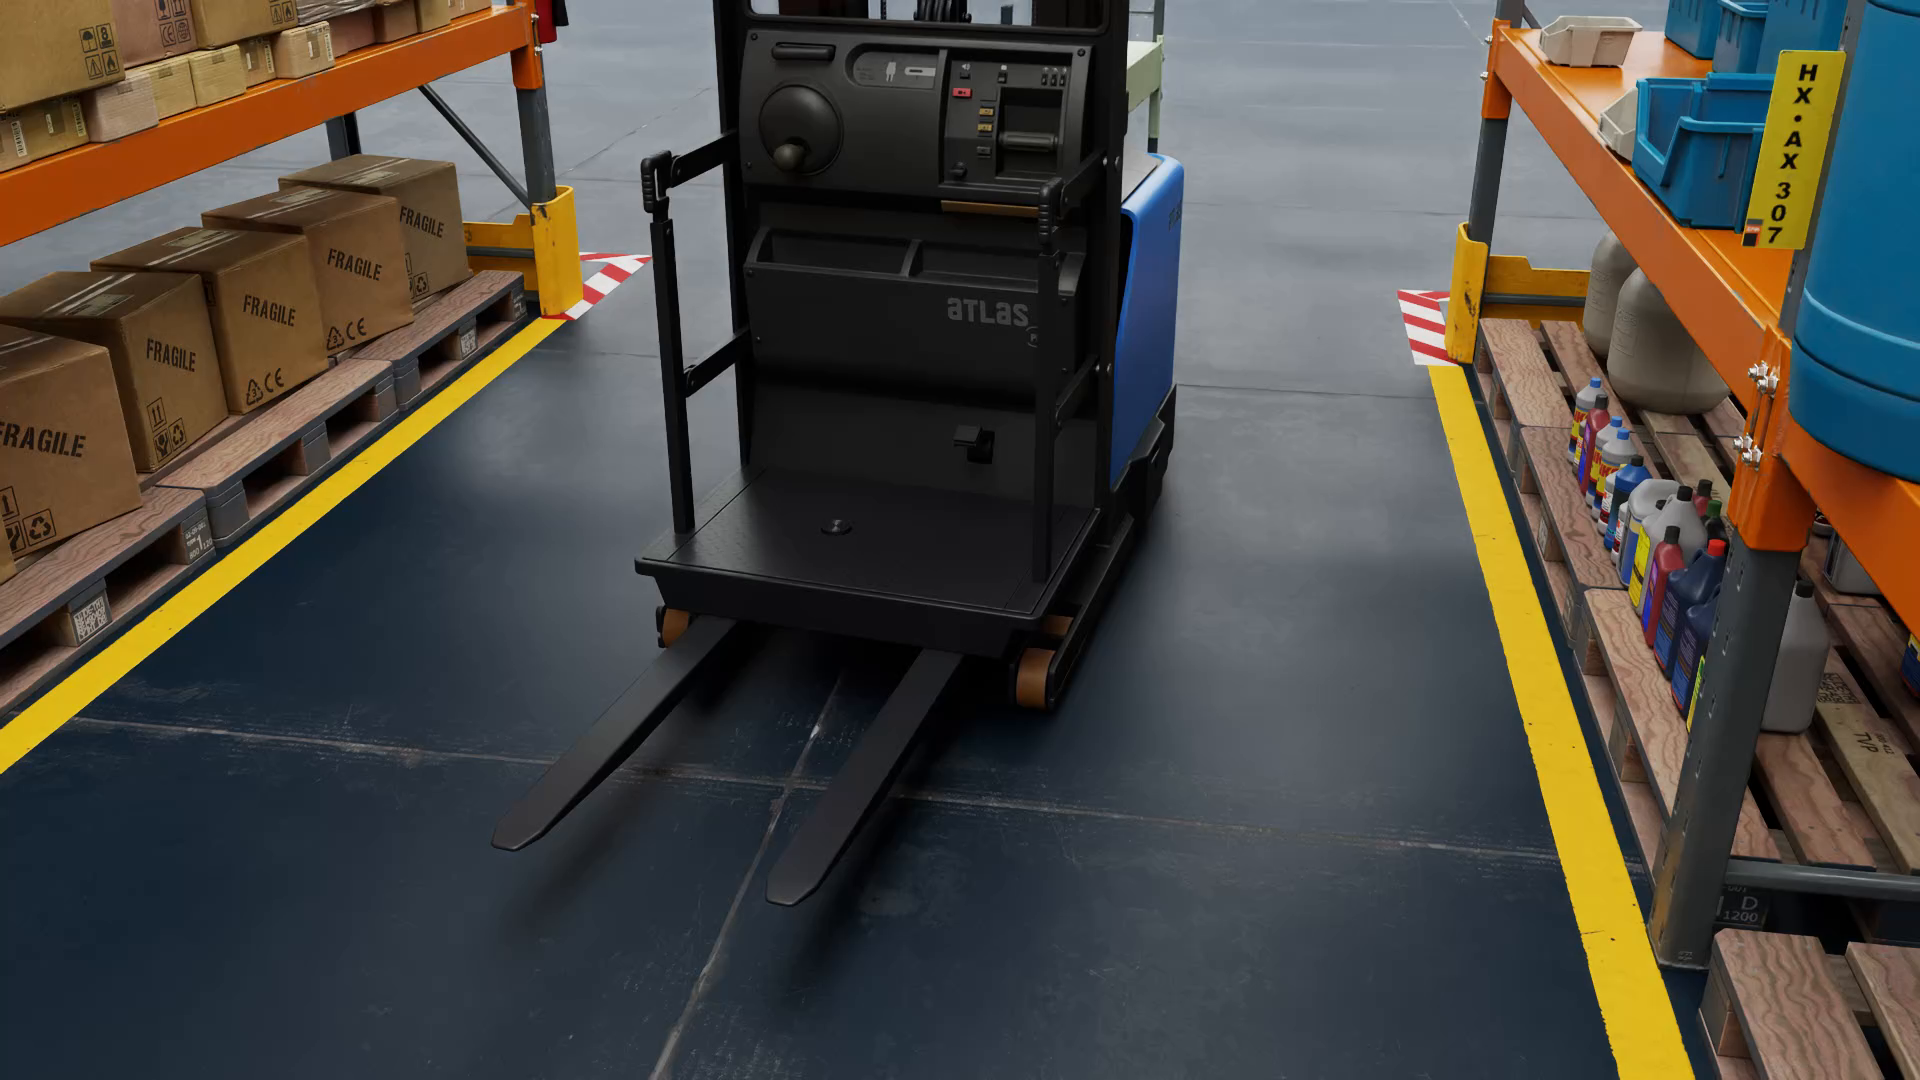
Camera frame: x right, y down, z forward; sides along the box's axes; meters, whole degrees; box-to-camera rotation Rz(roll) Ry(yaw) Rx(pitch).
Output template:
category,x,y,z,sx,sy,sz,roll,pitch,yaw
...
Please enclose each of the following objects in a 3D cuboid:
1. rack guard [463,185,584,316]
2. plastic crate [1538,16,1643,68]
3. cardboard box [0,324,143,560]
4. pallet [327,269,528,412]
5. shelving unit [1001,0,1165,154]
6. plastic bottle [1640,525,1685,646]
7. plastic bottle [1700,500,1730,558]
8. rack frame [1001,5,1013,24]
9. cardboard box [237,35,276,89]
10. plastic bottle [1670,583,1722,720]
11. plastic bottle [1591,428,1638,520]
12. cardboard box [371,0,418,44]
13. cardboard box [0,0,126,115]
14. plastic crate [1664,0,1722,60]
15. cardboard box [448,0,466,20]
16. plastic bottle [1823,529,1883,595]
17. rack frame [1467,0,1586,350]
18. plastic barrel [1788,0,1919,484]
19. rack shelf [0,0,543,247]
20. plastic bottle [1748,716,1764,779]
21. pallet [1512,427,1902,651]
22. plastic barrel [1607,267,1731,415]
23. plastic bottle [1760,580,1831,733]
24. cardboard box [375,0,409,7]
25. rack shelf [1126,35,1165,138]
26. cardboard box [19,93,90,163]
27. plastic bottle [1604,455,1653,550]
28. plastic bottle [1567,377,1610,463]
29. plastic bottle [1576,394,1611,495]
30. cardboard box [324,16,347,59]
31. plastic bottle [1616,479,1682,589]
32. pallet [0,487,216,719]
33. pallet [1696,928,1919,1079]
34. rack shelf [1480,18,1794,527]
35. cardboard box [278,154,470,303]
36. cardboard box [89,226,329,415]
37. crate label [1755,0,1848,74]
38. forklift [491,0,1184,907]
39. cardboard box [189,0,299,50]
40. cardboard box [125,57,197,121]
category,x,y,z,sx,sy,sz,roll,pitch,yaw
rack guard,-2.321,-1.329,7.499,1.175,0.500,0.348,4,25,9
plastic crate,2.114,-1.678,5.607,0.298,0.136,0.250,4,25,9
cardboard box,-2.772,-0.282,4.768,0.500,0.500,0.500,13,28,25
pallet,-2.489,-0.860,6.839,1.003,0.211,1.213,4,25,9
shelving unit,0.438,-1.197,6.037,0.431,1.500,0.755,8,26,16
plastic bottle,1.761,0.114,4.153,0.061,0.283,0.133,6,26,12
plastic bottle,1.934,0.046,4.298,0.061,0.283,0.133,4,25,9
rack frame,0.329,-1.048,5.721,0.400,1.500,0.023,8,26,16
cardboard box,-2.403,-1.511,5.236,0.380,0.149,0.250,4,25,9
plastic bottle,1.745,0.235,3.816,0.144,0.351,0.185,3,25,7
plastic bottle,1.901,-0.191,4.819,0.097,0.271,0.097,0,25,0
cardboard box,-2.240,-1.929,6.129,0.380,0.149,0.250,4,25,9
cardboard box,-2.712,-1.390,4.213,0.875,0.500,0.500,4,25,9
plastic crate,2.791,-1.852,5.844,0.499,0.251,0.616,4,25,9
cardboard box,-2.193,-2.141,6.581,0.380,0.149,0.250,4,25,9
plastic bottle,2.415,-0.007,4.421,0.152,0.276,0.135,4,25,9
rack frame,2.577,-2.149,6.304,1.000,3.000,0.127,4,25,9
plastic barrel,1.562,-0.563,2.323,0.600,0.901,0.708,4,25,9
rack shelf,-2.636,-1.330,5.402,1.077,0.370,4.000,4,25,9
plastic bottle,1.675,0.418,3.600,0.097,0.201,0.097,0,25,0
pallet,2.272,-0.003,5.008,1.003,0.211,1.213,4,25,9
plastic barrel,2.463,-0.723,5.695,0.421,0.512,0.421,0,25,0
plastic bottle,1.887,0.245,3.795,0.144,0.351,0.185,4,25,9
cardboard box,-2.389,-2.227,6.001,0.875,0.500,0.500,4,25,9
rack shelf,0.438,-1.550,5.872,0.431,0.370,0.720,8,26,16
cardboard box,-2.532,-1.090,4.337,0.380,0.149,0.250,4,25,9
plastic bottle,1.868,-0.106,4.638,0.097,0.271,0.097,0,25,0
plastic bottle,1.974,-0.376,5.215,0.097,0.271,0.097,0,25,0
plastic bottle,1.919,-0.288,5.013,0.061,0.283,0.133,4,25,9
cardboard box,-2.340,-1.721,5.685,0.380,0.149,0.250,4,25,9
plastic bottle,1.859,-0.014,4.436,0.152,0.276,0.135,4,25,9
pallet,-2.888,0.160,4.659,1.003,0.211,1.213,4,25,9
pallet,1.834,1.118,2.613,1.003,0.211,1.213,4,25,9
rack shelf,2.250,-0.987,4.669,1.077,0.370,4.000,4,25,9
cardboard box,-2.428,-1.291,6.922,0.500,0.500,0.500,9,27,18
cardboard box,-2.612,-0.778,5.826,0.500,0.500,0.500,6,26,13
crate label,2.543,-1.377,4.611,0.502,0.435,0.616,4,25,9
forklift,-0.188,-1.073,4.086,1.130,2.935,3.031,8,26,16
cardboard box,-2.607,-1.813,5.115,0.875,0.500,0.500,4,25,9
cardboard box,-2.451,-1.299,4.784,0.380,0.149,0.250,4,25,9
